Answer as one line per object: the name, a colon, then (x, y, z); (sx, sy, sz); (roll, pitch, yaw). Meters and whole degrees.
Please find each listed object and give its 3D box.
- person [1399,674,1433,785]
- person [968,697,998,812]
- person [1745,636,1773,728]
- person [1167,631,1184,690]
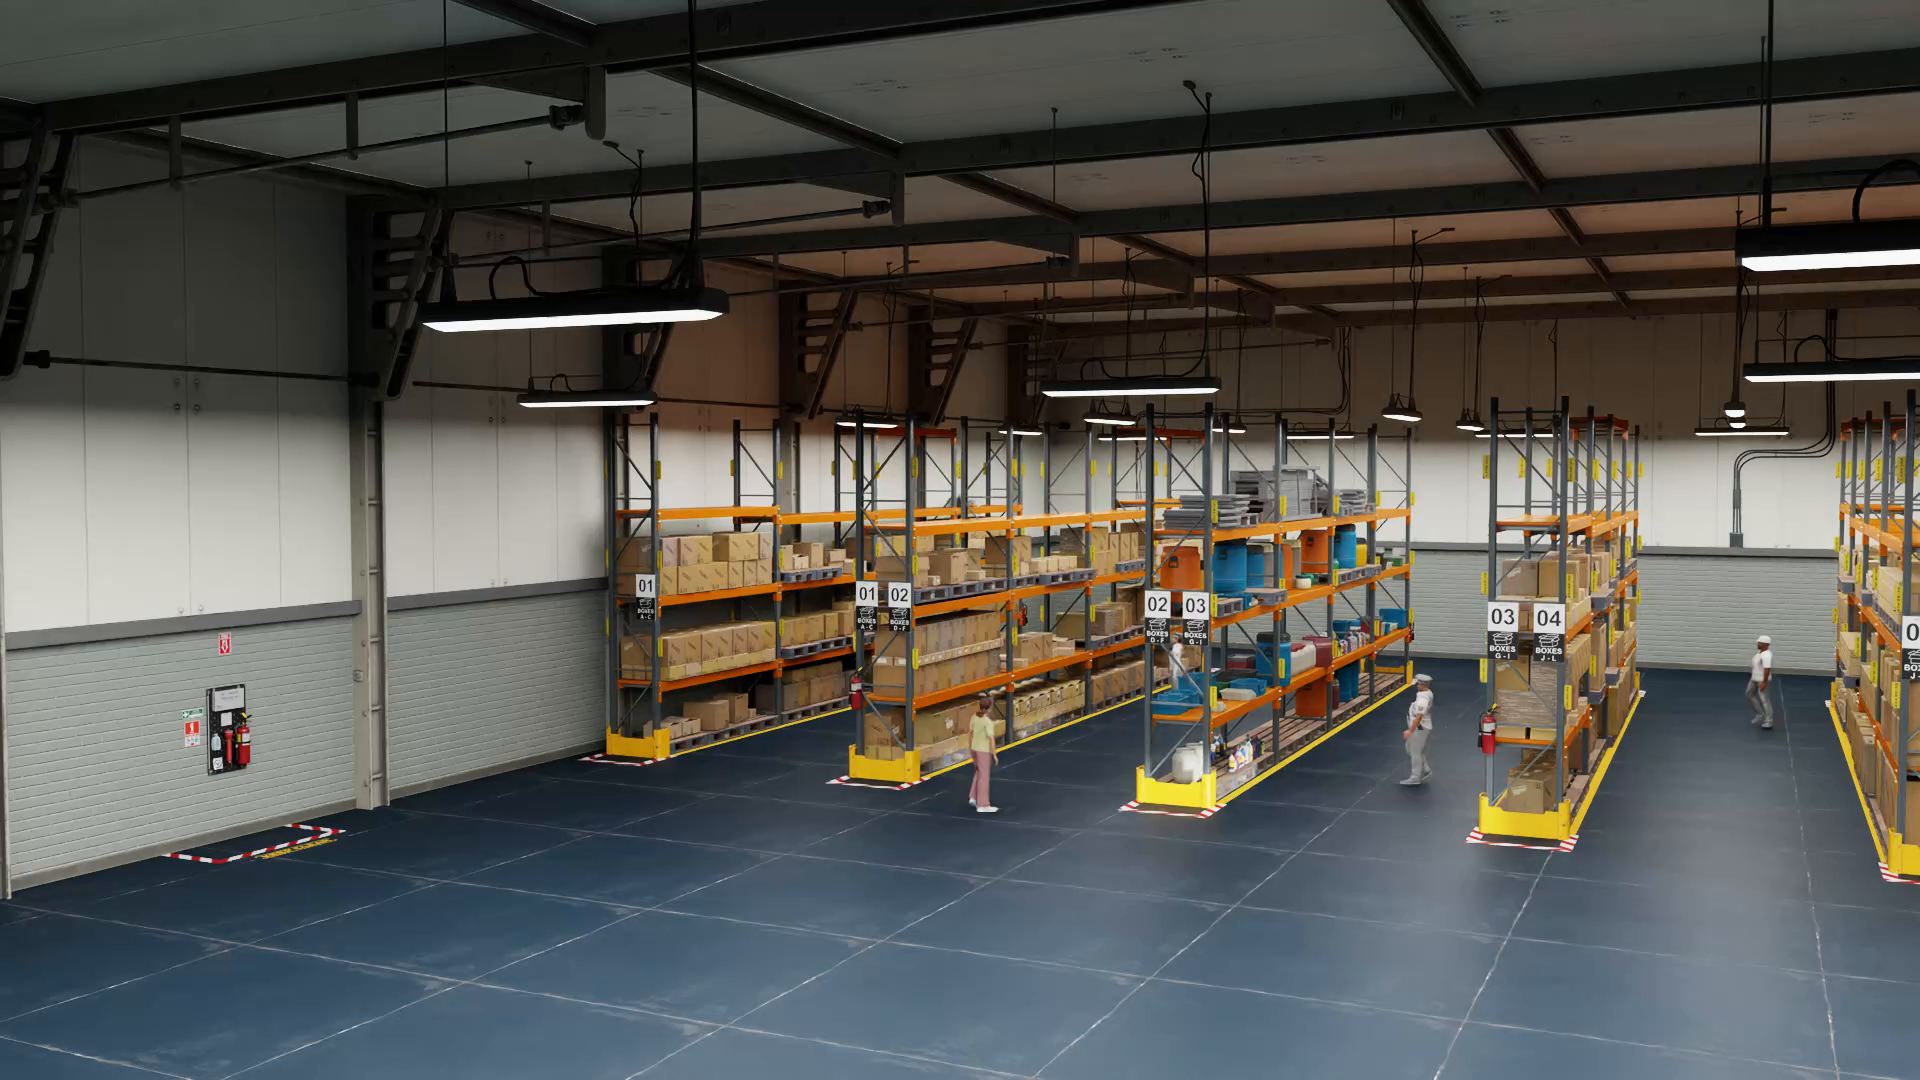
person: (7.272, 3.023, 26.474); (0.531, 1.780, 0.613); (1, 2, 12)
person: (0.320, 3.150, 24.439); (0.373, 1.699, 0.602); (-1, 3, -31)
person: (15.653, 2.749, 32.468); (0.406, 1.777, 0.695); (0, 2, 0)
person: (4.437, 2.715, 34.147); (0.382, 1.700, 0.518); (0, 2, 1)
